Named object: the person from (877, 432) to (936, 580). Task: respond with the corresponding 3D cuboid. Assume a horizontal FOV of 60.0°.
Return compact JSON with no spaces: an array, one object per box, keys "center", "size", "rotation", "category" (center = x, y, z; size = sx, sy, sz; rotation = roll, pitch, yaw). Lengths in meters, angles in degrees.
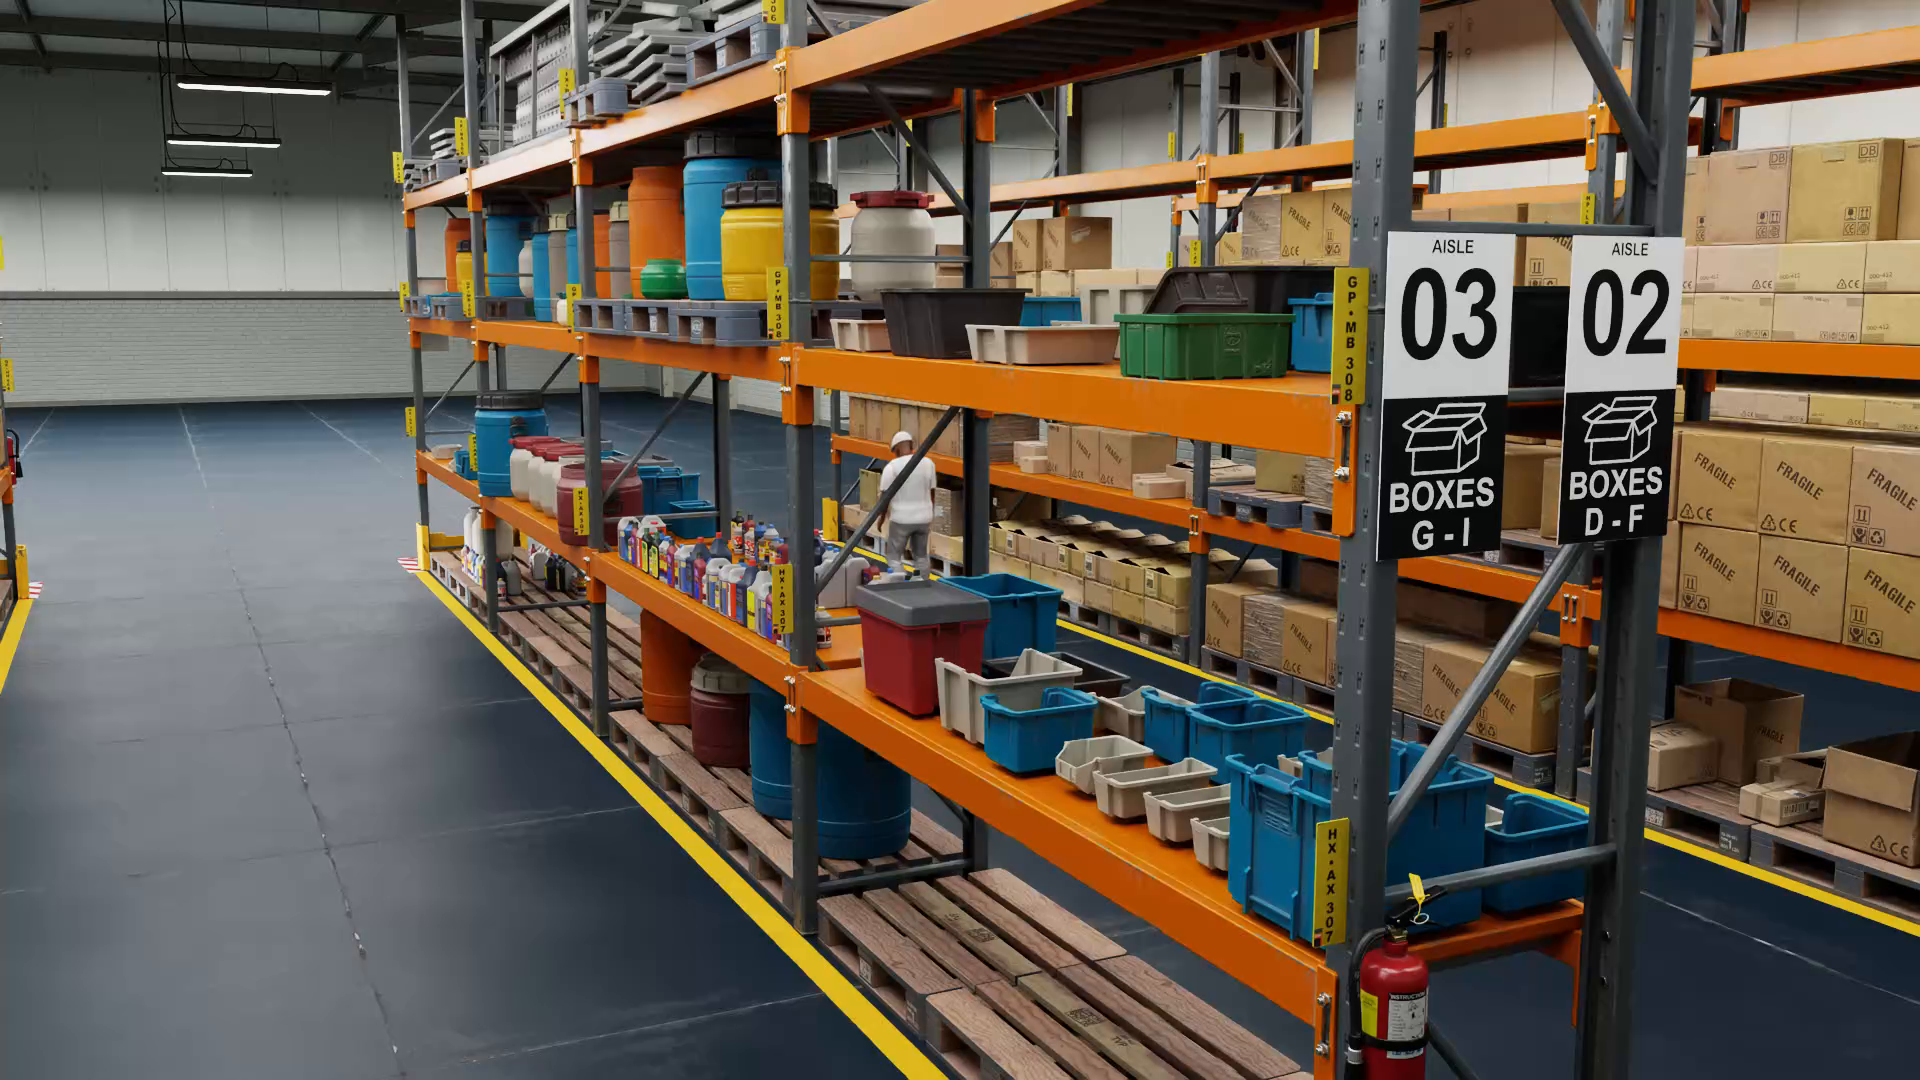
[{"center":[-0.521,-0.194,16.238],"size":[0.591,1.718,0.453],"rotation":[-4,9,-24],"category":"person"}]
